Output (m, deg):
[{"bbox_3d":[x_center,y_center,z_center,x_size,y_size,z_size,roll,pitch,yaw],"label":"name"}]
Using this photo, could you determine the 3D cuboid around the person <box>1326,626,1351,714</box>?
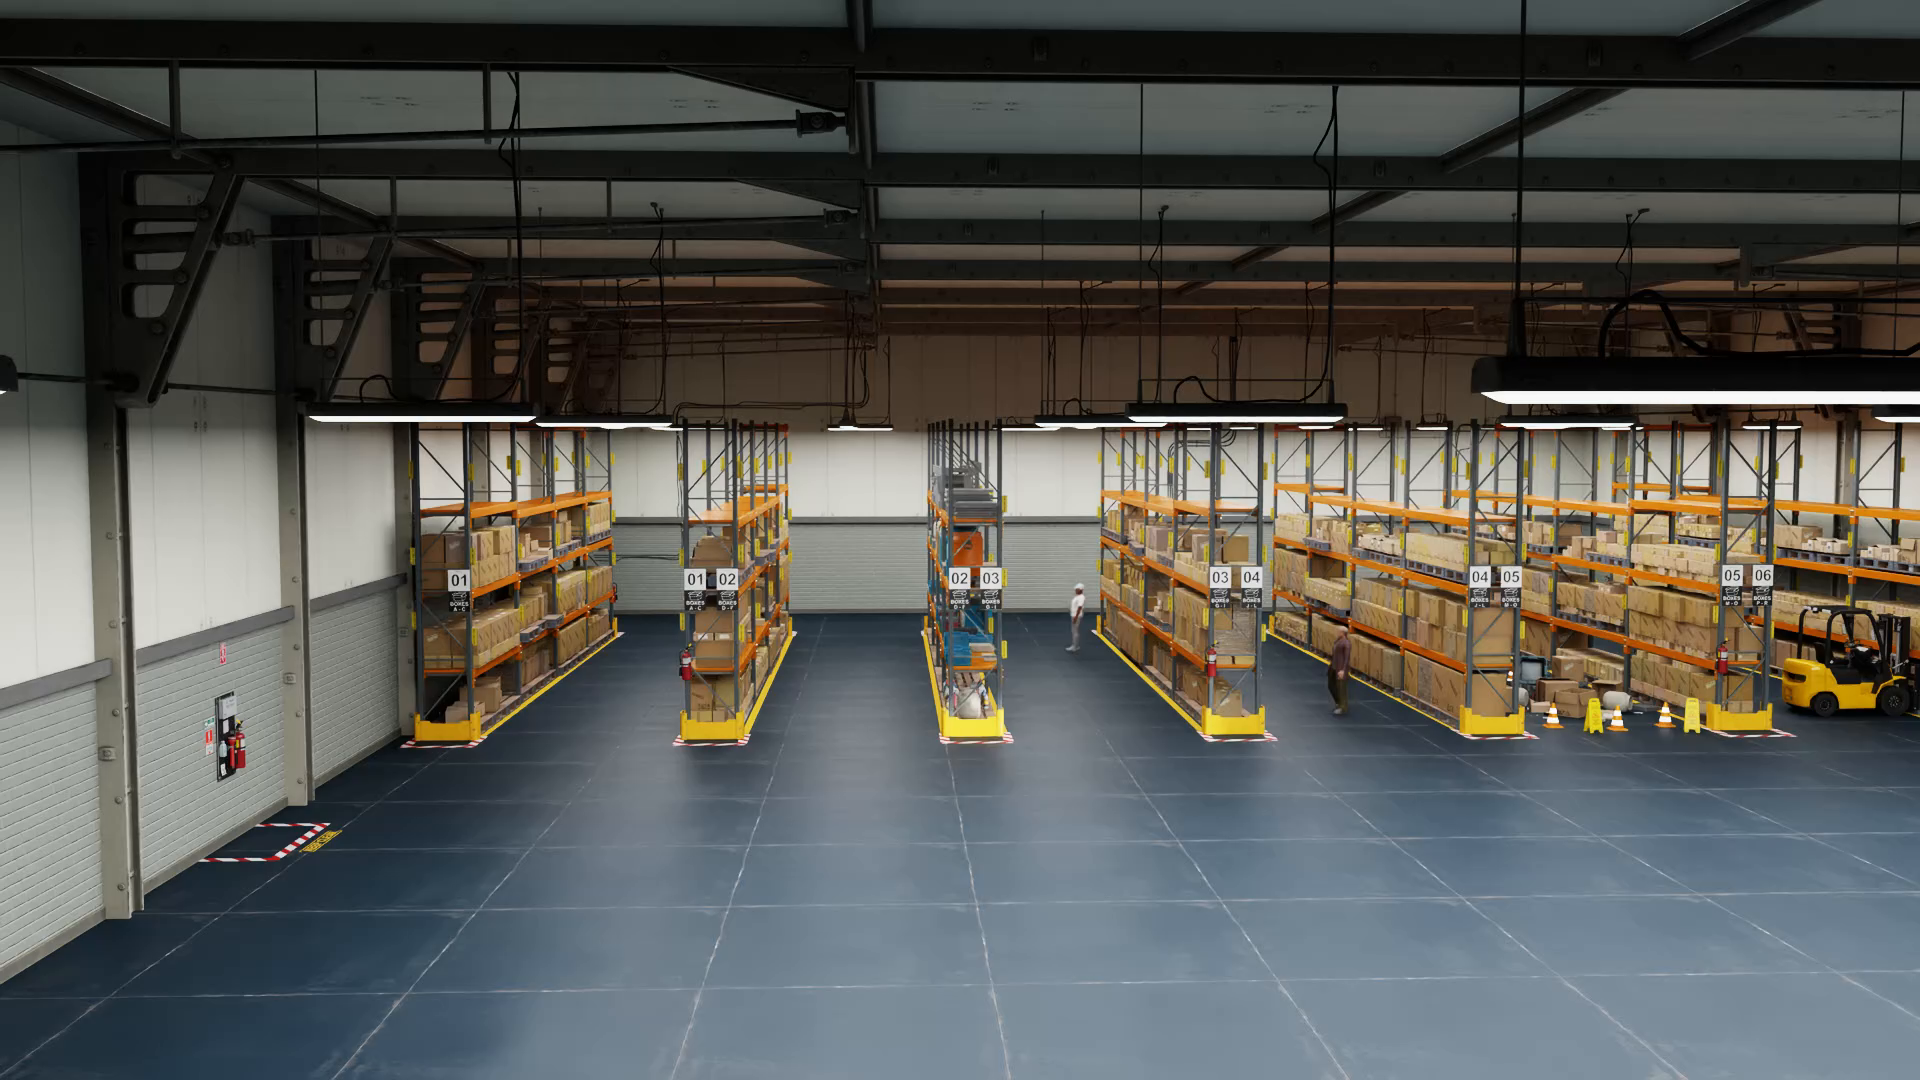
[{"bbox_3d":[7.769,2.657,34.072,0.503,1.808,0.672,-1,4,-19],"label":"person"}]

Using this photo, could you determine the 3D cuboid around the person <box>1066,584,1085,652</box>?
[{"bbox_3d":[3.019,2.022,43.392,0.502,1.760,0.641,0,4,7],"label":"person"}]

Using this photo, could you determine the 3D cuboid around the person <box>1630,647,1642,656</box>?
[{"bbox_3d":[17.196,2.182,42.296,0.544,1.657,0.817,-1,4,-13],"label":"person"}]
